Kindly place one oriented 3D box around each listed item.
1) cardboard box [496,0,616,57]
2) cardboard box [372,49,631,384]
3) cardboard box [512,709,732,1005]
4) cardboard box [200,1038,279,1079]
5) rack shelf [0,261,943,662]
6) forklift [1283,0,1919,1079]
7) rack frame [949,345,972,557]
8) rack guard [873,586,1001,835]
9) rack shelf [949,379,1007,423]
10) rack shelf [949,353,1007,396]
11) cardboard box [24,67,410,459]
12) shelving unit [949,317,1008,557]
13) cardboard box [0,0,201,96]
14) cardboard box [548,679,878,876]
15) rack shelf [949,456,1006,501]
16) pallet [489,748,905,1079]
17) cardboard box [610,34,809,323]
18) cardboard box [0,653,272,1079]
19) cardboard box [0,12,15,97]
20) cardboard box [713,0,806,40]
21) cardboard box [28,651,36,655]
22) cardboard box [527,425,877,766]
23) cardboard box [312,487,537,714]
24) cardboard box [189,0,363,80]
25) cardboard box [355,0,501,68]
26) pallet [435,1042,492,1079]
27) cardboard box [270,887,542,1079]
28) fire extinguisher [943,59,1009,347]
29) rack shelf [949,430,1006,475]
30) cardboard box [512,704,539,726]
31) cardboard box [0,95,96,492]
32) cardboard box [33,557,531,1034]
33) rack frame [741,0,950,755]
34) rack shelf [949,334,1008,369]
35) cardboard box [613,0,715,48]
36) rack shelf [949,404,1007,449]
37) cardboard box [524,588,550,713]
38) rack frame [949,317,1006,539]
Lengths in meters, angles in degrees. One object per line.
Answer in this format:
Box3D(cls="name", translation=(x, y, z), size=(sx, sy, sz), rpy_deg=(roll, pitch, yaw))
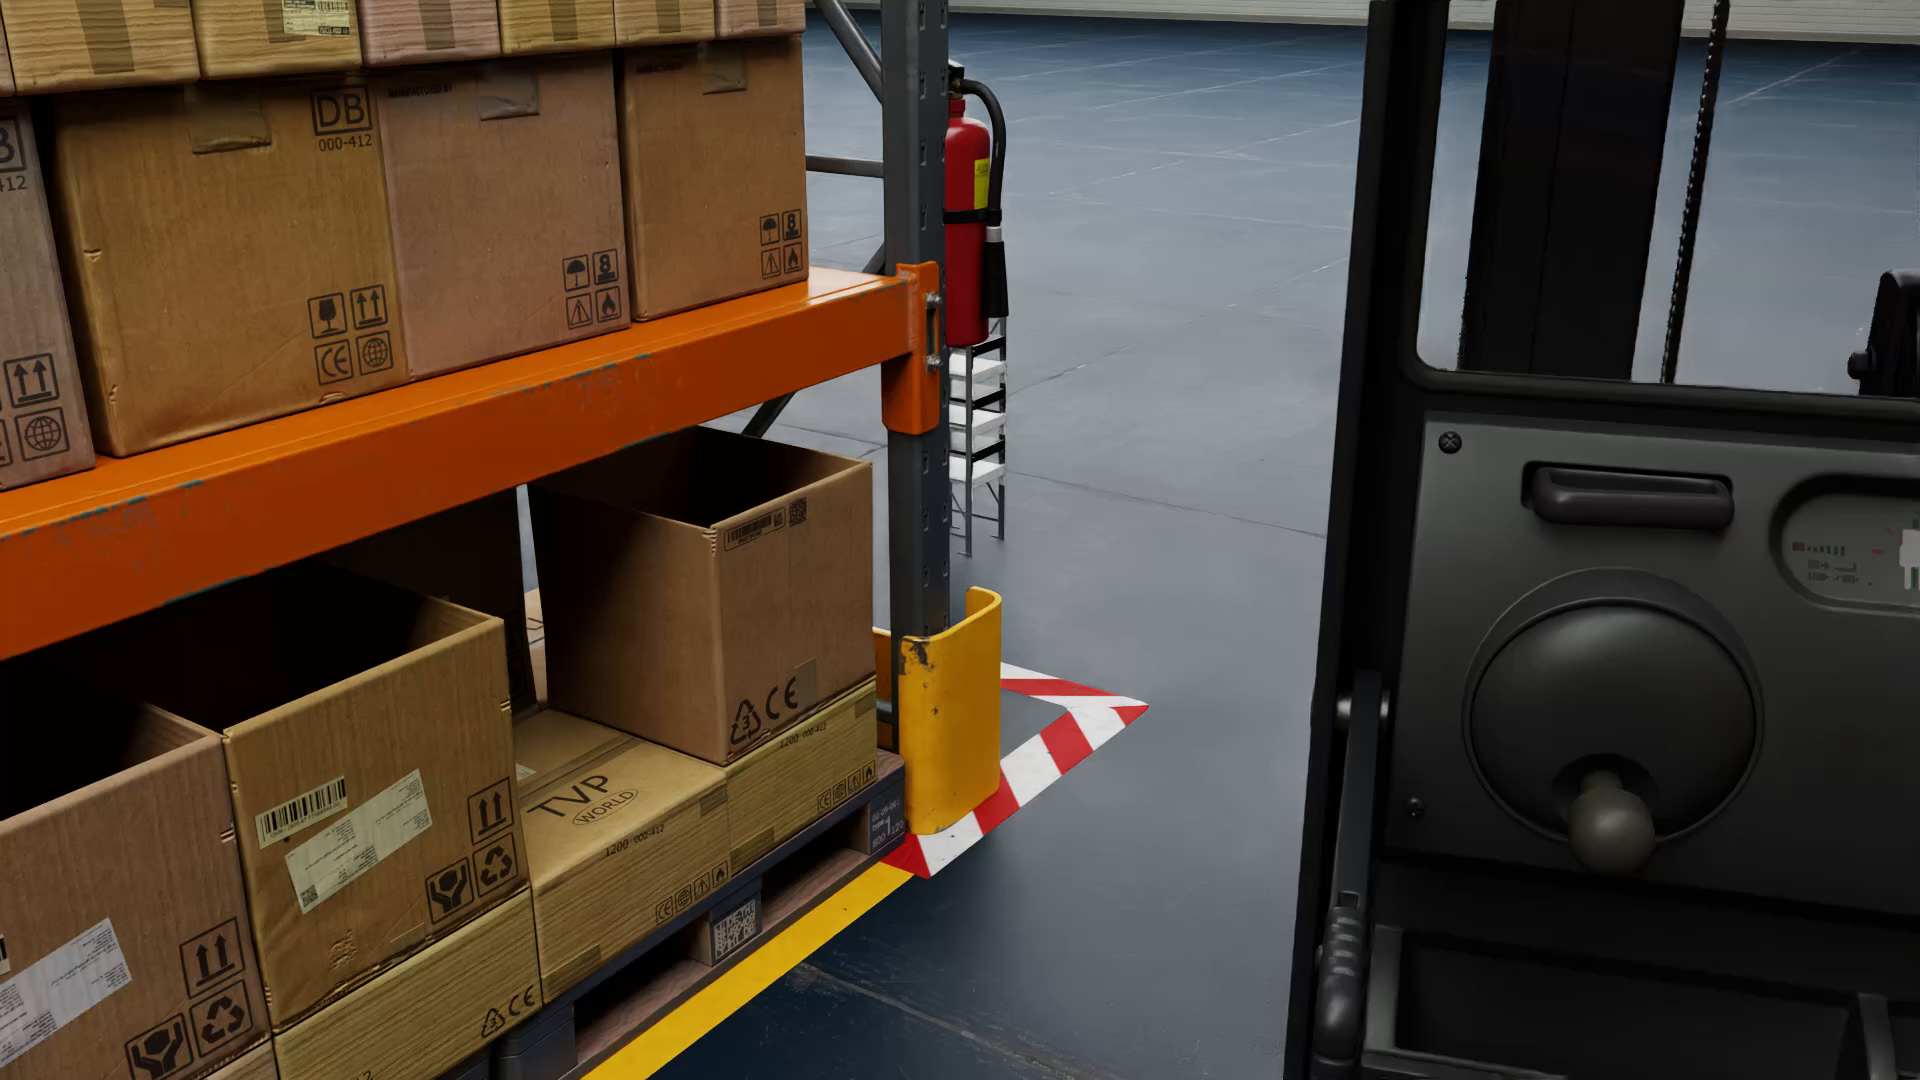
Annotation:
Box3D(cls="cardboard box", translation=(-0.816, -0.918, 2.844), size=(0.380, 0.149, 0.250), rpy_deg=(13, 24, 31))
Box3D(cls="cardboard box", translation=(-1.034, -0.626, 2.991), size=(0.700, 0.500, 0.500), rpy_deg=(14, 24, 33))
Box3D(cls="cardboard box", translation=(-0.798, 0.587, 3.211), size=(0.500, 0.250, 0.500), rpy_deg=(13, 24, 32))
Box3D(cls="cardboard box", translation=(-1.360, 0.874, 2.436), size=(0.500, 0.250, 0.500), rpy_deg=(13, 24, 32))
Box3D(cls="rack shelf", translation=(-1.594, 0.049, 2.347), size=(1.077, 0.370, 4.000), rpy_deg=(13, 24, 32))
Box3D(cls="forklift", translation=(0.798, 0.133, 1.181), size=(1.130, 2.935, 3.031), rpy_deg=(5, 21, 14))
Box3D(cls="rack frame", translation=(-0.062, -0.391, 5.524), size=(0.240, 0.900, 0.006), rpy_deg=(13, 24, 32))
Box3D(cls="rack guard", translation=(-0.456, 0.303, 4.225), size=(1.175, 0.500, 0.348), rpy_deg=(13, 24, 32))
Box3D(cls="rack shelf", translation=(-0.005, -0.473, 5.583), size=(0.258, 0.077, 0.200), rpy_deg=(13, 24, 32))
Box3D(cls="rack shelf", translation=(-0.005, -0.557, 5.552), size=(0.258, 0.077, 0.200), rpy_deg=(13, 24, 32))
Box3D(cls="cardboard box", translation=(-1.318, -0.485, 2.608), size=(0.700, 0.500, 0.500), rpy_deg=(13, 24, 32))
Box3D(cls="shelving unit", translation=(-0.005, -0.420, 5.603), size=(0.258, 0.900, 0.210), rpy_deg=(13, 24, 32))
Box3D(cls="cardboard box", translation=(-1.253, -0.695, 2.241), size=(0.380, 0.149, 0.250), rpy_deg=(14, 25, 33))
Box3D(cls="cardboard box", translation=(-0.526, 0.442, 3.606), size=(0.500, 0.250, 0.500), rpy_deg=(13, 24, 32))
Box3D(cls="rack shelf", translation=(-0.005, -0.220, 5.677), size=(0.258, 0.077, 0.200), rpy_deg=(13, 24, 32))
Box3D(cls="pallet", translation=(-0.865, 0.673, 3.642), size=(1.003, 0.211, 1.213), rpy_deg=(13, 24, 32))
Box3D(cls="cardboard box", translation=(-0.742, -0.778, 3.400), size=(0.700, 0.500, 0.500), rpy_deg=(13, 24, 32))
Box3D(cls="cardboard box", translation=(-1.357, 0.523, 2.304), size=(0.500, 0.500, 0.500), rpy_deg=(13, 24, 32))
Box3D(cls="cardboard box", translation=(-1.397, -0.621, 2.042), size=(0.380, 0.149, 0.250), rpy_deg=(13, 24, 31))
Box3D(cls="cardboard box", translation=(-0.527, -1.067, 3.246), size=(0.380, 0.149, 0.250), rpy_deg=(13, 24, 31))
Box3D(cls="cardboard box", translation=(-1.505, 0.279, 2.965), size=(0.500, 0.500, 0.500), rpy_deg=(13, 24, 32))
Box3D(cls="cardboard box", translation=(-0.525, 0.090, 3.474), size=(0.500, 0.500, 0.500), rpy_deg=(13, 24, 32))
Box3D(cls="cardboard box", translation=(-1.234, 0.133, 3.360), size=(0.500, 0.500, 0.500), rpy_deg=(13, 24, 32))
Box3D(cls="cardboard box", translation=(-1.107, -0.771, 2.446), size=(0.380, 0.149, 0.250), rpy_deg=(14, 25, 33))
Box3D(cls="cardboard box", translation=(-0.959, -0.846, 2.650), size=(0.380, 0.149, 0.250), rpy_deg=(14, 24, 33))
Box3D(cls="pallet", translation=(-1.551, 1.021, 2.699), size=(1.003, 0.211, 1.213), rpy_deg=(13, 24, 32))
Box3D(cls="cardboard box", translation=(-1.077, 0.731, 2.823), size=(0.500, 0.250, 0.500), rpy_deg=(13, 24, 32))
Box3D(cls="fire extinguisher", translation=(-0.019, -0.770, 3.633), size=(0.296, 0.674, 0.183), rpy_deg=(13, 24, 32))
Box3D(cls="rack shelf", translation=(-0.005, -0.304, 5.645), size=(0.258, 0.077, 0.200), rpy_deg=(13, 24, 32))
Box3D(cls="cardboard box", translation=(-1.233, 0.485, 3.489), size=(0.500, 0.250, 0.500), rpy_deg=(13, 24, 32))
Box3D(cls="cardboard box", translation=(-1.610, -0.333, 2.198), size=(0.700, 0.500, 0.500), rpy_deg=(14, 25, 33))
Box3D(cls="cardboard box", translation=(-1.075, 0.380, 2.691), size=(0.500, 0.500, 0.500), rpy_deg=(13, 24, 32))
Box3D(cls="rack frame", translation=(-0.469, -0.863, 3.773), size=(1.000, 3.000, 0.127), rpy_deg=(13, 24, 32))
Box3D(cls="rack shelf", translation=(-0.005, -0.642, 5.520), size=(0.258, 0.077, 0.200), rpy_deg=(13, 24, 32))
Box3D(cls="cardboard box", translation=(-0.673, -0.992, 3.043), size=(0.380, 0.149, 0.250), rpy_deg=(14, 24, 33))
Box3D(cls="rack shelf", translation=(-0.005, -0.388, 5.614), size=(0.258, 0.077, 0.200), rpy_deg=(13, 24, 32))
Box3D(cls="cardboard box", translation=(-0.955, 0.341, 3.879), size=(0.500, 0.250, 0.500), rpy_deg=(13, 24, 32))
Box3D(cls="rack frame", translation=(0.053, -0.449, 5.681), size=(0.240, 0.900, 0.006), rpy_deg=(13, 24, 32))
